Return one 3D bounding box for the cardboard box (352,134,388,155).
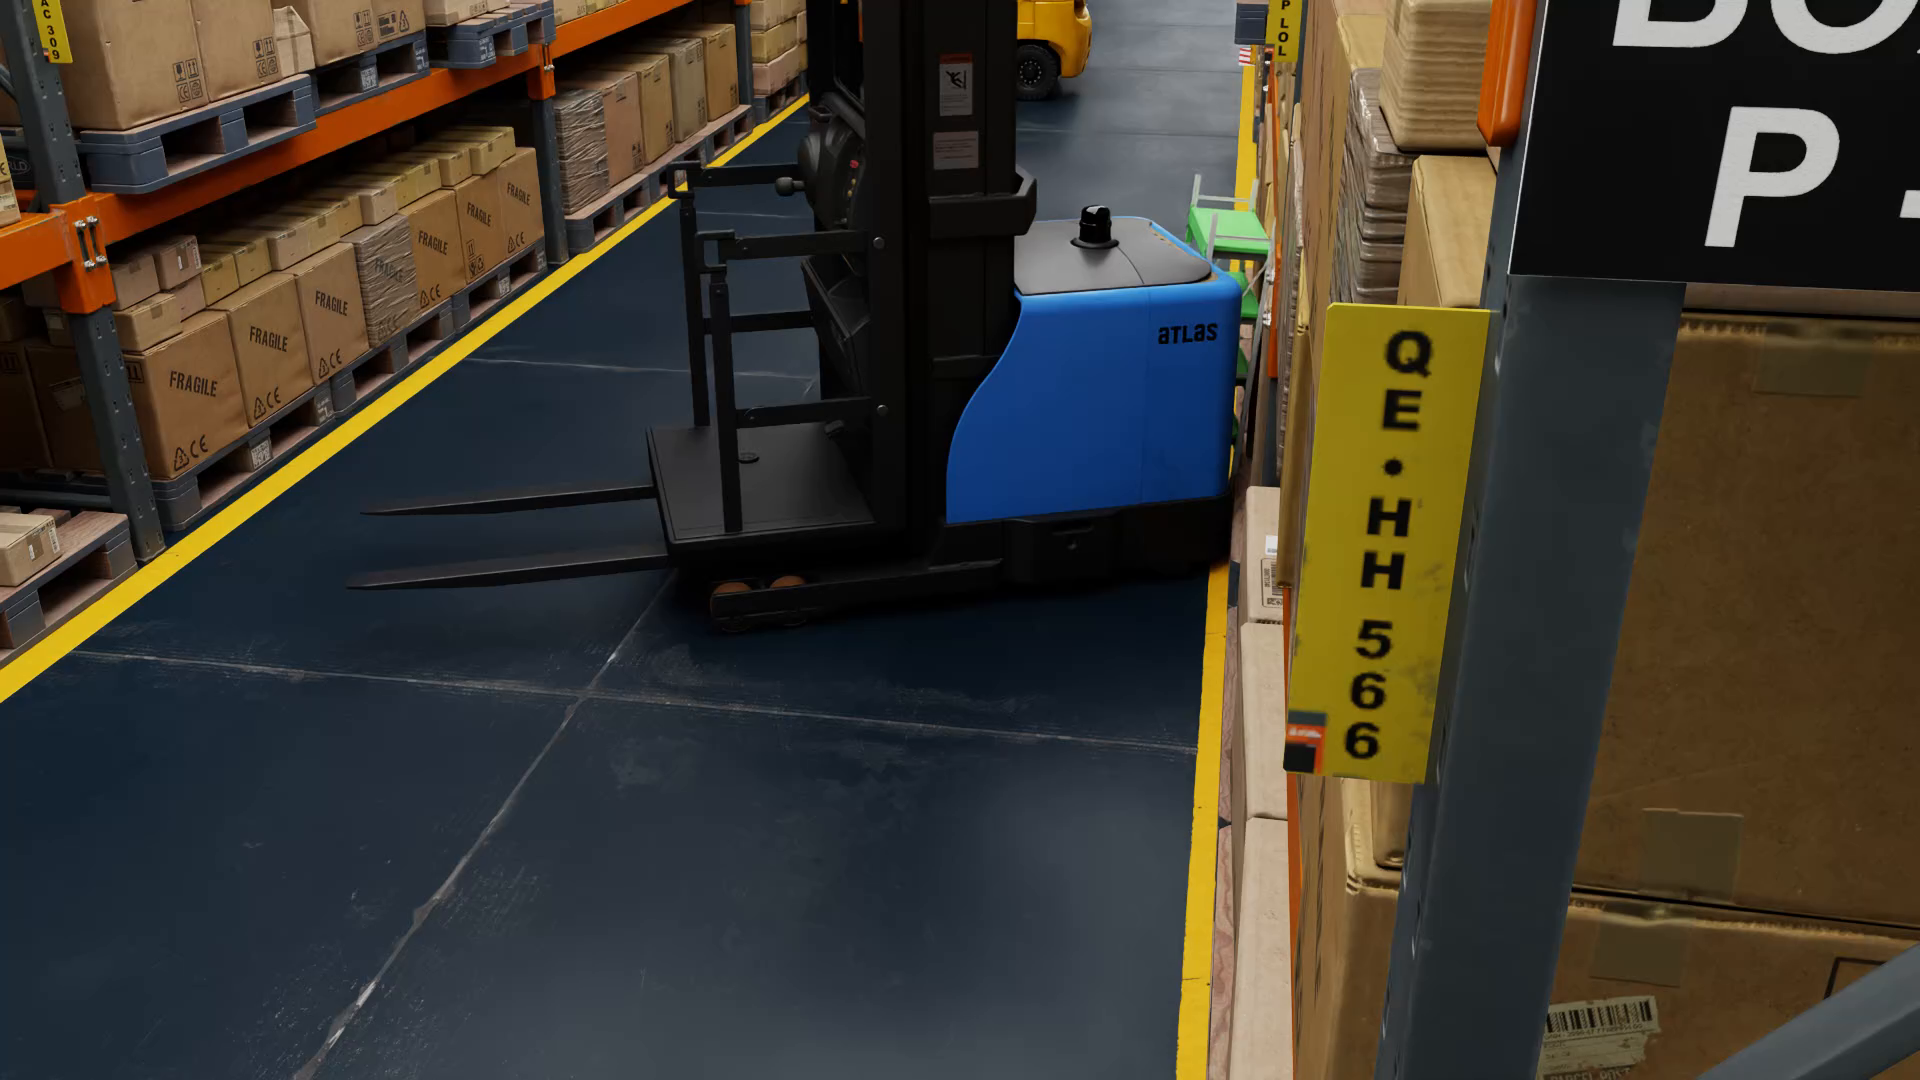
[{"bbox_3d":[-3.253,-2.048,8.775,0.380,0.149,0.250,5,26,10],"label":"cardboard box"}]

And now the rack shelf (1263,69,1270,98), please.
[{"bbox_3d":[2.434,-3.170,10.333,1.077,0.370,4.000,4,25,9],"label":"rack shelf"}]

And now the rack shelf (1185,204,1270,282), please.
[{"bbox_3d":[0.991,-1.089,6.126,0.258,0.148,0.480,4,28,-2],"label":"rack shelf"}]

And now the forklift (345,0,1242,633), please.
[{"bbox_3d":[-0.606,-1.264,5.493,3.031,2.935,1.130,-6,26,-13],"label":"forklift"}]

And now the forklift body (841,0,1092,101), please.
[{"bbox_3d":[0.006,-5.044,14.489,2.313,2.155,1.214,4,25,9],"label":"forklift body"}]

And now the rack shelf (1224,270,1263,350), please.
[{"bbox_3d":[0.972,-0.877,6.238,0.258,0.148,0.480,4,28,-2],"label":"rack shelf"}]

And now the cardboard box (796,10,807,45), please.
[{"bbox_3d":[-1.580,-4.447,14.371,0.500,0.250,0.500,4,25,8],"label":"cardboard box"}]

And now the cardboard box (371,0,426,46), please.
[{"bbox_3d":[-2.875,-2.543,7.528,0.797,0.503,0.637,3,25,7],"label":"cardboard box"}]

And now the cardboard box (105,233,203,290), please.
[{"bbox_3d":[-3.128,-1.059,6.312,0.380,0.149,0.250,3,25,6],"label":"cardboard box"}]

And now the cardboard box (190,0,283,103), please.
[{"bbox_3d":[-3.060,-1.968,6.303,0.700,0.500,0.500,4,25,9],"label":"cardboard box"}]

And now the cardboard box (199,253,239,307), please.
[{"bbox_3d":[-3.124,-1.042,6.625,0.380,0.149,0.250,3,25,6],"label":"cardboard box"}]

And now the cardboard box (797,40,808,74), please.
[{"bbox_3d":[-1.595,-4.229,14.494,0.500,0.250,0.500,4,25,9],"label":"cardboard box"}]

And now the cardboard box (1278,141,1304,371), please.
[{"bbox_3d":[1.032,-0.644,3.969,0.500,0.500,0.500,4,25,9],"label":"cardboard box"}]

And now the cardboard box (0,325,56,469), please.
[{"bbox_3d":[-3.656,-0.613,6.474,0.500,0.500,0.500,4,25,8],"label":"cardboard box"}]

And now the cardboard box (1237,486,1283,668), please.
[{"bbox_3d":[1.244,0.239,4.729,0.875,0.438,0.875,4,25,8],"label":"cardboard box"}]

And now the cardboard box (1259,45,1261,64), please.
[{"bbox_3d":[2.674,-4.096,13.326,0.500,0.500,0.500,4,25,9],"label":"cardboard box"}]

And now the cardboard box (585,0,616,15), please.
[{"bbox_3d":[-2.390,-3.313,9.966,0.500,0.250,0.500,3,25,7],"label":"cardboard box"}]

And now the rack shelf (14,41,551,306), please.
[{"bbox_3d":[-3.118,-1.840,7.490,1.077,0.370,4.000,4,25,9],"label":"rack shelf"}]

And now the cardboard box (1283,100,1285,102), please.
[{"bbox_3d":[1.463,-1.546,6.192,0.500,0.250,0.500,3,25,7],"label":"cardboard box"}]

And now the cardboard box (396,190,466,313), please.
[{"bbox_3d":[-2.823,-1.441,8.243,0.500,0.500,0.500,5,26,11],"label":"cardboard box"}]

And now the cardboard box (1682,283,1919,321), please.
[{"bbox_3d":[0.660,-0.270,1.225,0.380,0.149,0.250,4,25,9],"label":"cardboard box"}]

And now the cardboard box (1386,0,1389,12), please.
[{"bbox_3d":[0.815,-0.807,2.373,0.380,0.149,0.250,5,25,10],"label":"cardboard box"}]

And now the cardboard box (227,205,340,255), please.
[{"bbox_3d":[-2.972,-1.363,7.311,0.380,0.149,0.250,5,26,10],"label":"cardboard box"}]

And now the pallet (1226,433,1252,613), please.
[{"bbox_3d":[1.505,-0.052,6.111,1.003,0.211,1.213,4,25,9],"label":"pallet"}]

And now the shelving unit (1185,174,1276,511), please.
[{"bbox_3d":[0.958,-0.722,6.320,0.258,1.200,0.503,4,28,-2],"label":"shelving unit"}]

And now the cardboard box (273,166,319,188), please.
[{"bbox_3d":[-3.346,-1.719,8.071,0.380,0.149,0.250,3,25,7],"label":"cardboard box"}]

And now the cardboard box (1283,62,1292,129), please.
[{"bbox_3d":[1.360,-1.556,5.623,0.500,0.250,0.500,5,25,10],"label":"cardboard box"}]

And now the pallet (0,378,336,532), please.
[{"bbox_3d":[-3.349,-0.409,6.875,1.003,0.211,1.213,4,25,9],"label":"pallet"}]

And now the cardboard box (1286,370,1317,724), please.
[{"bbox_3d":[0.788,-0.004,2.602,0.500,0.500,0.500,5,26,10],"label":"cardboard box"}]

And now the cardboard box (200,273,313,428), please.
[{"bbox_3d":[-3.066,-0.797,6.868,0.500,0.500,0.500,4,25,8],"label":"cardboard box"}]

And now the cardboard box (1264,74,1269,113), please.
[{"bbox_3d":[2.677,-3.113,11.967,0.950,0.372,0.625,4,25,9],"label":"cardboard box"}]

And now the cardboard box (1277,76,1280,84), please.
[{"bbox_3d":[1.712,-2.188,7.564,0.500,0.250,0.500,3,25,7],"label":"cardboard box"}]

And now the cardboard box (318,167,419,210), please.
[{"bbox_3d":[-2.850,-1.695,8.020,0.380,0.149,0.250,4,25,8],"label":"cardboard box"}]

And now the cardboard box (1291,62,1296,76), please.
[{"bbox_3d":[1.278,-1.689,5.023,0.500,0.500,0.500,5,26,10],"label":"cardboard box"}]

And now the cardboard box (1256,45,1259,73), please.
[{"bbox_3d":[2.842,-4.190,14.411,0.500,0.250,0.500,6,26,12],"label":"cardboard box"}]

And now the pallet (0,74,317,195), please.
[{"bbox_3d":[-3.206,-1.569,6.289,1.003,0.211,1.213,4,25,9],"label":"pallet"}]

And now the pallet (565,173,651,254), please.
[{"bbox_3d":[-2.618,-2.081,10.446,1.003,0.211,1.213,4,25,9],"label":"pallet"}]

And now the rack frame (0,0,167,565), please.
[{"bbox_3d":[-3.445,-1.329,5.551,1.000,3.000,0.127,4,25,9],"label":"rack frame"}]

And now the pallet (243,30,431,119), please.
[{"bbox_3d":[-3.104,-2.101,7.427,1.003,0.211,1.213,4,25,9],"label":"pallet"}]

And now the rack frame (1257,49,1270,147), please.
[{"bbox_3d":[2.760,-4.333,11.968,1.000,3.000,0.127,4,25,9],"label":"rack frame"}]

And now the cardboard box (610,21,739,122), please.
[{"bbox_3d":[-2.211,-3.571,12.646,0.875,0.625,0.625,5,26,11],"label":"cardboard box"}]

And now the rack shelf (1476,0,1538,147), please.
[{"bbox_3d":[1.126,-1.183,2.549,1.077,0.370,4.000,4,25,9],"label":"rack shelf"}]

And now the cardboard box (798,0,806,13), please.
[{"bbox_3d":[-1.585,-4.675,14.268,0.500,0.250,0.500,5,26,10],"label":"cardboard box"}]

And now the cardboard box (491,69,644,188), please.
[{"bbox_3d":[-2.576,-2.650,10.680,0.875,0.625,0.625,5,26,10],"label":"cardboard box"}]

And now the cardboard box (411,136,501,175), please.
[{"bbox_3d":[-2.636,-2.013,8.701,0.380,0.149,0.250,3,25,6],"label":"cardboard box"}]

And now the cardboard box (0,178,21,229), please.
[{"bbox_3d":[-3.248,-1.064,5.282,0.380,0.149,0.250,4,25,9],"label":"cardboard box"}]

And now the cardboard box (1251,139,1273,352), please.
[{"bbox_3d":[1.762,-1.232,7.354,0.875,0.875,0.875,4,25,9],"label":"cardboard box"}]

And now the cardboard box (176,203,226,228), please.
[{"bbox_3d":[-3.499,-1.399,7.389,0.380,0.149,0.250,4,25,9],"label":"cardboard box"}]

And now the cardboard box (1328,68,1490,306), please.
[{"bbox_3d":[0.700,-0.251,1.950,0.500,0.500,0.500,4,25,9],"label":"cardboard box"}]

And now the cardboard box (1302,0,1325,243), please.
[{"bbox_3d":[0.953,-0.878,3.290,0.500,0.500,0.500,4,25,10],"label":"cardboard box"}]

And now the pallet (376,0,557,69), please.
[{"bbox_3d":[-2.832,-2.627,8.550,1.213,0.211,1.003,4,25,9],"label":"pallet"}]

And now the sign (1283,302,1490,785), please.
[{"bbox_3d":[0.266,0.011,1.043,0.100,0.325,0.005,4,25,9],"label":"sign"}]

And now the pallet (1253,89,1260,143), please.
[{"bbox_3d":[2.835,-3.353,13.164,1.003,0.211,1.213,4,25,9],"label":"pallet"}]

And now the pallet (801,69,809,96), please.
[{"bbox_3d":[-1.769,-4.253,15.088,1.003,0.211,1.213,4,25,9],"label":"pallet"}]
